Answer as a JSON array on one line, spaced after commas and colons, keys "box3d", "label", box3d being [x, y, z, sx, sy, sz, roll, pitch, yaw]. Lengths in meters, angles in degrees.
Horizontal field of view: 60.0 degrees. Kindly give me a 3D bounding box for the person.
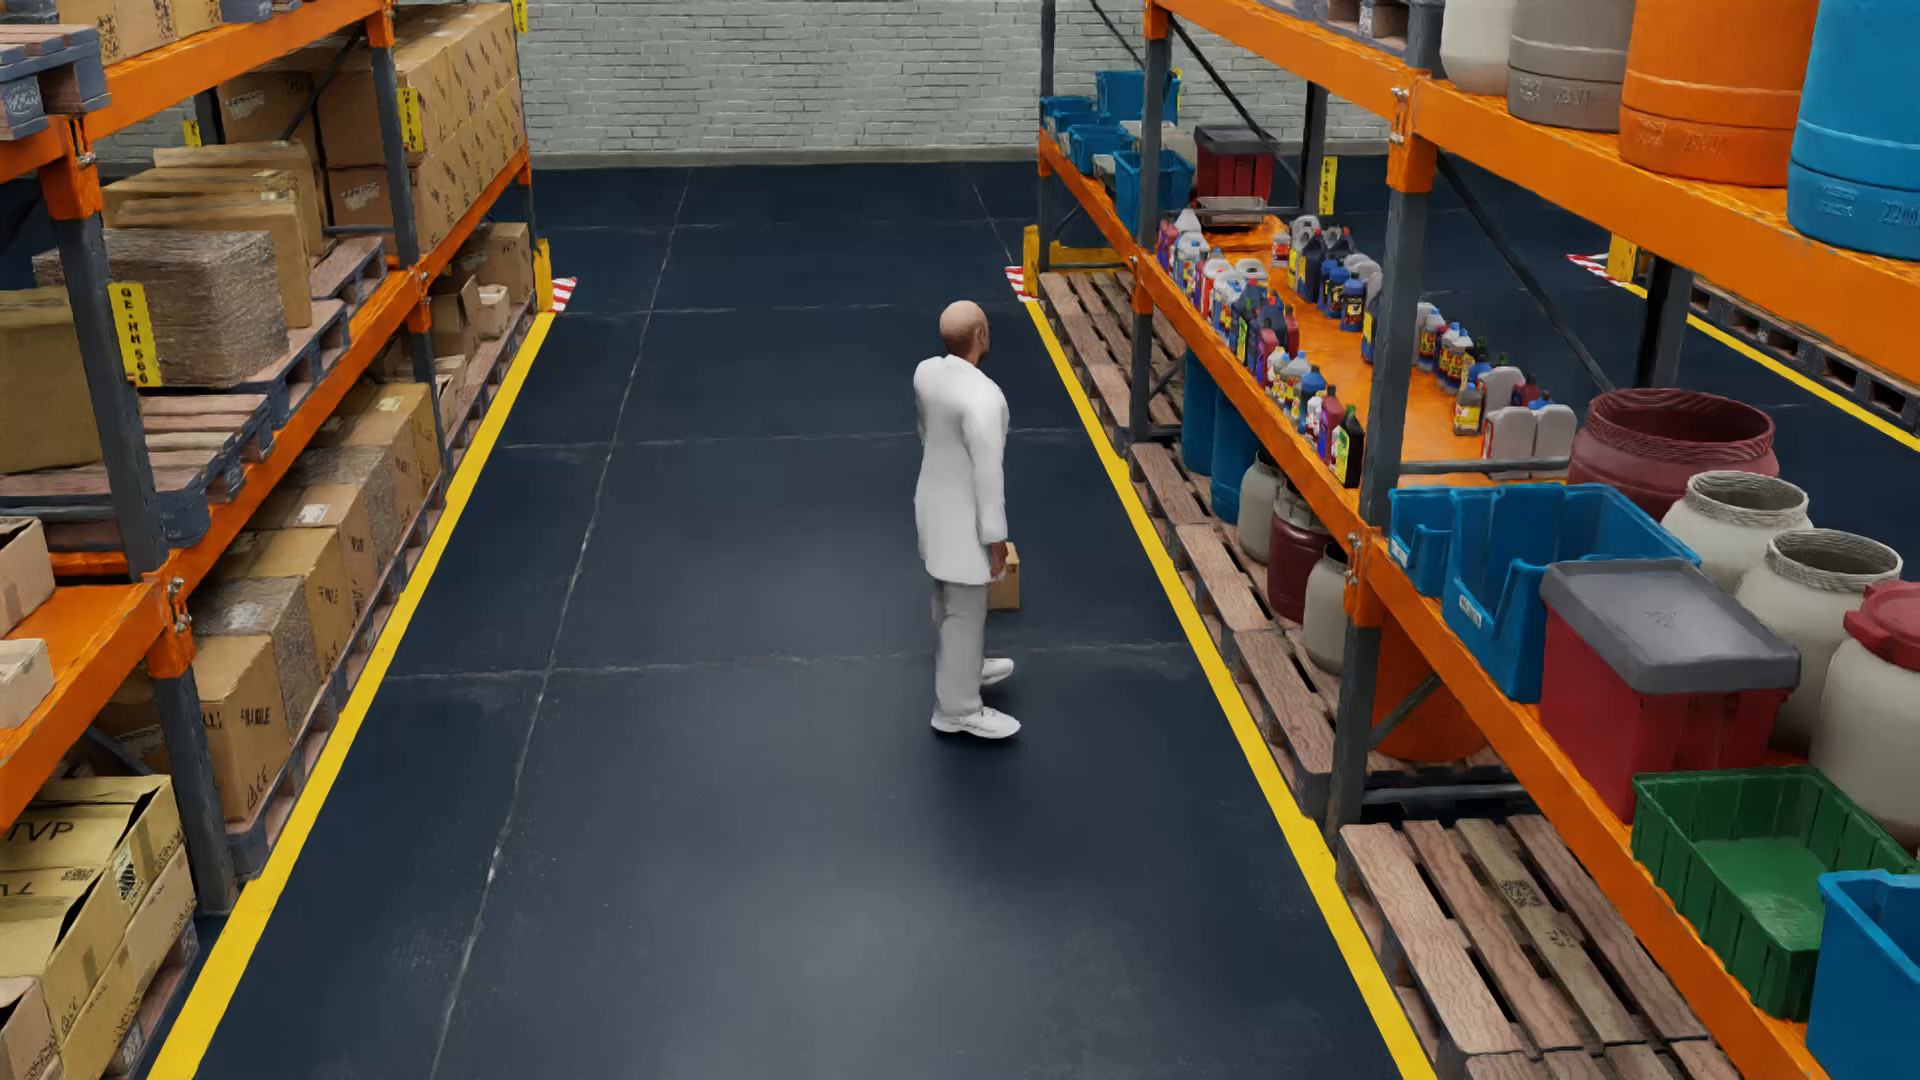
[{"box3d": [0.067, -0.109, 6.791, 0.520, 1.790, 0.647, -11, 26, -25], "label": "person"}]
